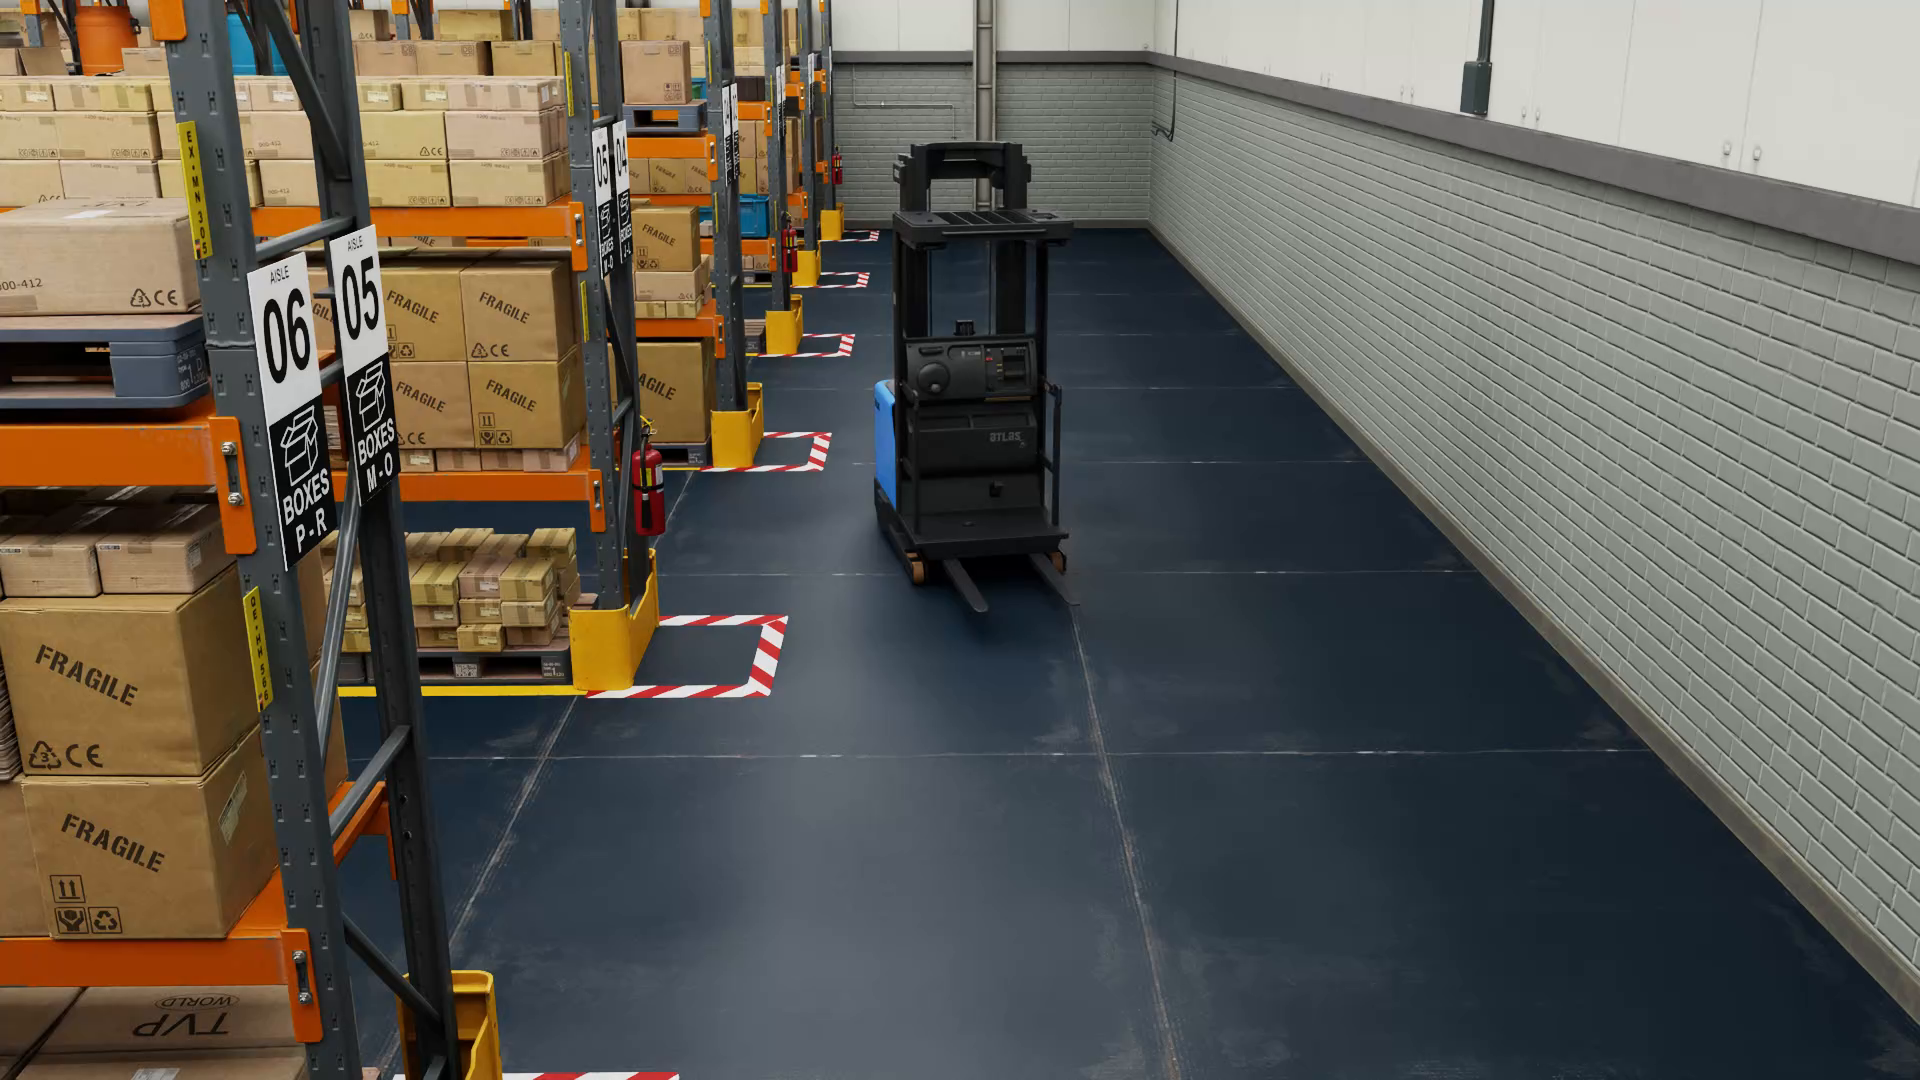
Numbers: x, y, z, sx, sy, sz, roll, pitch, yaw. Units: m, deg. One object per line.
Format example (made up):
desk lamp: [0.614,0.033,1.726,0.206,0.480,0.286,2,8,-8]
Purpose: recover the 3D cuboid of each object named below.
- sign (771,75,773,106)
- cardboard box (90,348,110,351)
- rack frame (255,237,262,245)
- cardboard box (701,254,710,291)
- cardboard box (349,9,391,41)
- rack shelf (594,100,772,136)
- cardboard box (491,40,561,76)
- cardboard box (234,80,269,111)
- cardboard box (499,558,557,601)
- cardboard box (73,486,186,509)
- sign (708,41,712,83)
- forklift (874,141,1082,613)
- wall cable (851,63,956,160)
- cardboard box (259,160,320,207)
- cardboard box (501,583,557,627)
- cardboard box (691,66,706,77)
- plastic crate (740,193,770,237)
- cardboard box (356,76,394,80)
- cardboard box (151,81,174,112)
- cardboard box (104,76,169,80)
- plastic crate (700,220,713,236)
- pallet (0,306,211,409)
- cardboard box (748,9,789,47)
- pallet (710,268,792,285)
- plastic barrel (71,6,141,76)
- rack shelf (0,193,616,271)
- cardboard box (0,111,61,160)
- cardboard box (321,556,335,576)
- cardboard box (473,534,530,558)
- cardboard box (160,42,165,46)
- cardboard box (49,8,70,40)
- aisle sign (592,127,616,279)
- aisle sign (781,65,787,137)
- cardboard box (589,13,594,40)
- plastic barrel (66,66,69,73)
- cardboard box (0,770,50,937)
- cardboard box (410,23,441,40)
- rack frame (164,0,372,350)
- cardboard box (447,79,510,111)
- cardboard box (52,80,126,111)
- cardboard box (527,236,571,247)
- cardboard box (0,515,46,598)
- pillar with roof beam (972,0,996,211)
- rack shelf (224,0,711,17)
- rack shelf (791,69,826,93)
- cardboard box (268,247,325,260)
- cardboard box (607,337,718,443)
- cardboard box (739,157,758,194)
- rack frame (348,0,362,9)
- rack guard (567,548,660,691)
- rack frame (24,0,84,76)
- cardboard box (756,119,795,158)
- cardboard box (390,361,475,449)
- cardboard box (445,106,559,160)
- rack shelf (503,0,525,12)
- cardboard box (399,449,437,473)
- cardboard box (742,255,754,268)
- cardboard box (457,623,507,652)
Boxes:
sign: [-2.077,-4.959,18.357,0.005,0.325,0.100,0,18,-1]
cardboard box: [-4.569,-1.295,9.385,0.500,0.500,0.500,0,18,0]
rack frame: [-6.023,-2.217,14.547,0.127,3.000,1.000,0,18,-1]
cardboard box: [-2.508,-2.386,14.835,0.500,0.250,0.500,-1,18,-2]
cardboard box: [-5.083,-4.300,13.888,0.500,0.250,0.500,-1,18,-4]
rack shelf: [-4.102,-4.825,18.944,4.000,0.370,1.077,0,18,-1]
cardboard box: [-3.624,-3.957,14.048,0.500,0.500,0.700,-1,18,-5]
cardboard box: [-3.913,-2.413,9.024,0.250,0.149,0.380,-1,18,-2]
cardboard box: [-2.572,0.234,9.915,0.250,0.149,0.380,0,18,0]
cardboard box: [-2.488,-0.102,5.091,0.250,0.149,0.380,0,18,0]
sign: [-2.029,-3.882,13.509,0.005,0.325,0.100,0,18,-1]
forklift: [0.130,-1.208,11.514,1.130,2.935,3.031,-4,18,-11]
wall cable: [-0.993,-7.553,29.520,1.851,1.984,0.084,0,18,-1]
cardboard box: [-3.503,-1.992,9.180,0.500,0.250,0.500,0,18,2]
cardboard box: [-2.570,0.385,9.930,0.250,0.149,0.380,-1,18,-2]
cardboard box: [-3.686,-6.530,23.328,0.500,0.250,0.500,0,18,-1]
plastic crate: [-2.434,-3.735,19.125,0.499,0.435,0.616,0,18,-1]
cardboard box: [-3.401,-2.564,9.494,0.250,0.149,0.380,0,18,1]
cardboard box: [-4.175,-2.411,9.015,0.250,0.149,0.380,-1,18,-3]
cardboard box: [-4.695,-2.579,9.539,0.250,0.149,0.380,-1,18,-3]
plastic crate: [-2.915,-3.592,19.169,0.243,0.136,0.396,0,18,-1]
pallet: [-2.609,-0.589,4.706,1.213,0.211,1.003,0,18,-1]
cardboard box: [-2.690,-7.206,23.390,0.500,0.500,0.700,0,18,-1]
pallet: [-3.050,-3.929,24.451,1.213,0.211,1.003,0,18,-1]
plastic barrel: [-9.533,-5.545,18.620,0.708,0.830,0.600,0,18,-1]
rack shelf: [-4.046,-1.797,9.505,4.000,0.370,1.077,0,18,-1]
cardboard box: [-5.063,-2.226,9.093,0.500,0.250,0.500,0,18,-1]
cardboard box: [-3.874,0.225,9.942,0.250,0.149,0.380,-1,18,-3]
cardboard box: [-2.850,0.090,10.361,0.250,0.149,0.380,0,18,0]
cardboard box: [-13.093,-8.284,28.007,0.500,0.311,0.500,0,18,1]
cardboard box: [-14.754,-8.593,27.680,0.500,0.500,0.500,-2,18,-6]
aisle sign: [-1.969,-1.867,9.202,0.004,0.787,0.394,0,18,-1]
aisle sign: [-2.035,-5.078,19.210,0.004,0.787,0.394,0,18,-1]
cardboard box: [-5.188,-7.167,23.269,0.500,0.500,0.700,0,18,-1]
plastic barrel: [-10.416,-5.284,19.014,0.421,0.512,0.421,0,18,0]
cardboard box: [-2.848,0.824,4.904,0.500,0.500,0.500,-1,18,-2]
cardboard box: [-7.349,-6.976,23.457,0.600,0.600,0.600,0,18,-1]
rack frame: [-1.867,-2.066,4.256,0.127,3.000,1.000,0,18,-1]
cardboard box: [-2.622,-2.436,9.095,0.250,0.149,0.380,0,18,0]
cardboard box: [-4.710,-2.418,9.038,0.250,0.149,0.380,-1,18,-3]
cardboard box: [-3.526,-2.737,14.699,0.500,0.500,0.500,-1,18,-2]
cardboard box: [-2.733,0.057,4.598,0.250,0.149,0.380,0,18,-1]
pillar with roof beam: [0.496,-8.594,24.604,0.400,9.000,9.100,0,18,-1]
rack shelf: [-4.024,-4.550,13.832,4.000,0.370,1.077,0,18,-1]
rack shelf: [-4.258,-7.851,28.377,4.000,0.370,1.077,0,18,-1]
cardboard box: [-4.034,-1.461,9.905,0.500,0.500,0.500,-1,18,-3]
cardboard box: [-2.662,-1.397,14.782,0.875,0.875,0.875,0,18,-1]
cardboard box: [-3.139,-5.220,23.747,0.500,0.500,0.500,0,18,0]
rack frame: [-10.257,-9.593,27.719,0.127,3.000,1.000,0,18,-1]
rack guard: [-2.123,0.470,10.264,0.348,0.500,1.175,0,18,-1]
rack frame: [-10.101,-6.567,18.286,0.127,3.000,1.000,0,18,-1]
cardboard box: [-2.617,-5.699,23.602,0.500,0.500,0.500,0,18,-1]
cardboard box: [-3.007,-0.828,9.568,0.500,0.500,0.500,-1,18,-2]
cardboard box: [-2.503,-2.236,9.123,0.500,0.250,0.500,-1,18,-3]
rack shelf: [-8.176,-7.556,23.203,4.000,0.370,1.077,0,18,-1]
cardboard box: [-3.123,-0.509,9.636,0.250,0.149,0.380,0,18,1]
cardboard box: [-3.123,-4.070,24.241,0.250,0.166,0.380,0,18,-1]
cardboard box: [-2.825,0.535,9.948,0.250,0.149,0.380,0,18,1]
